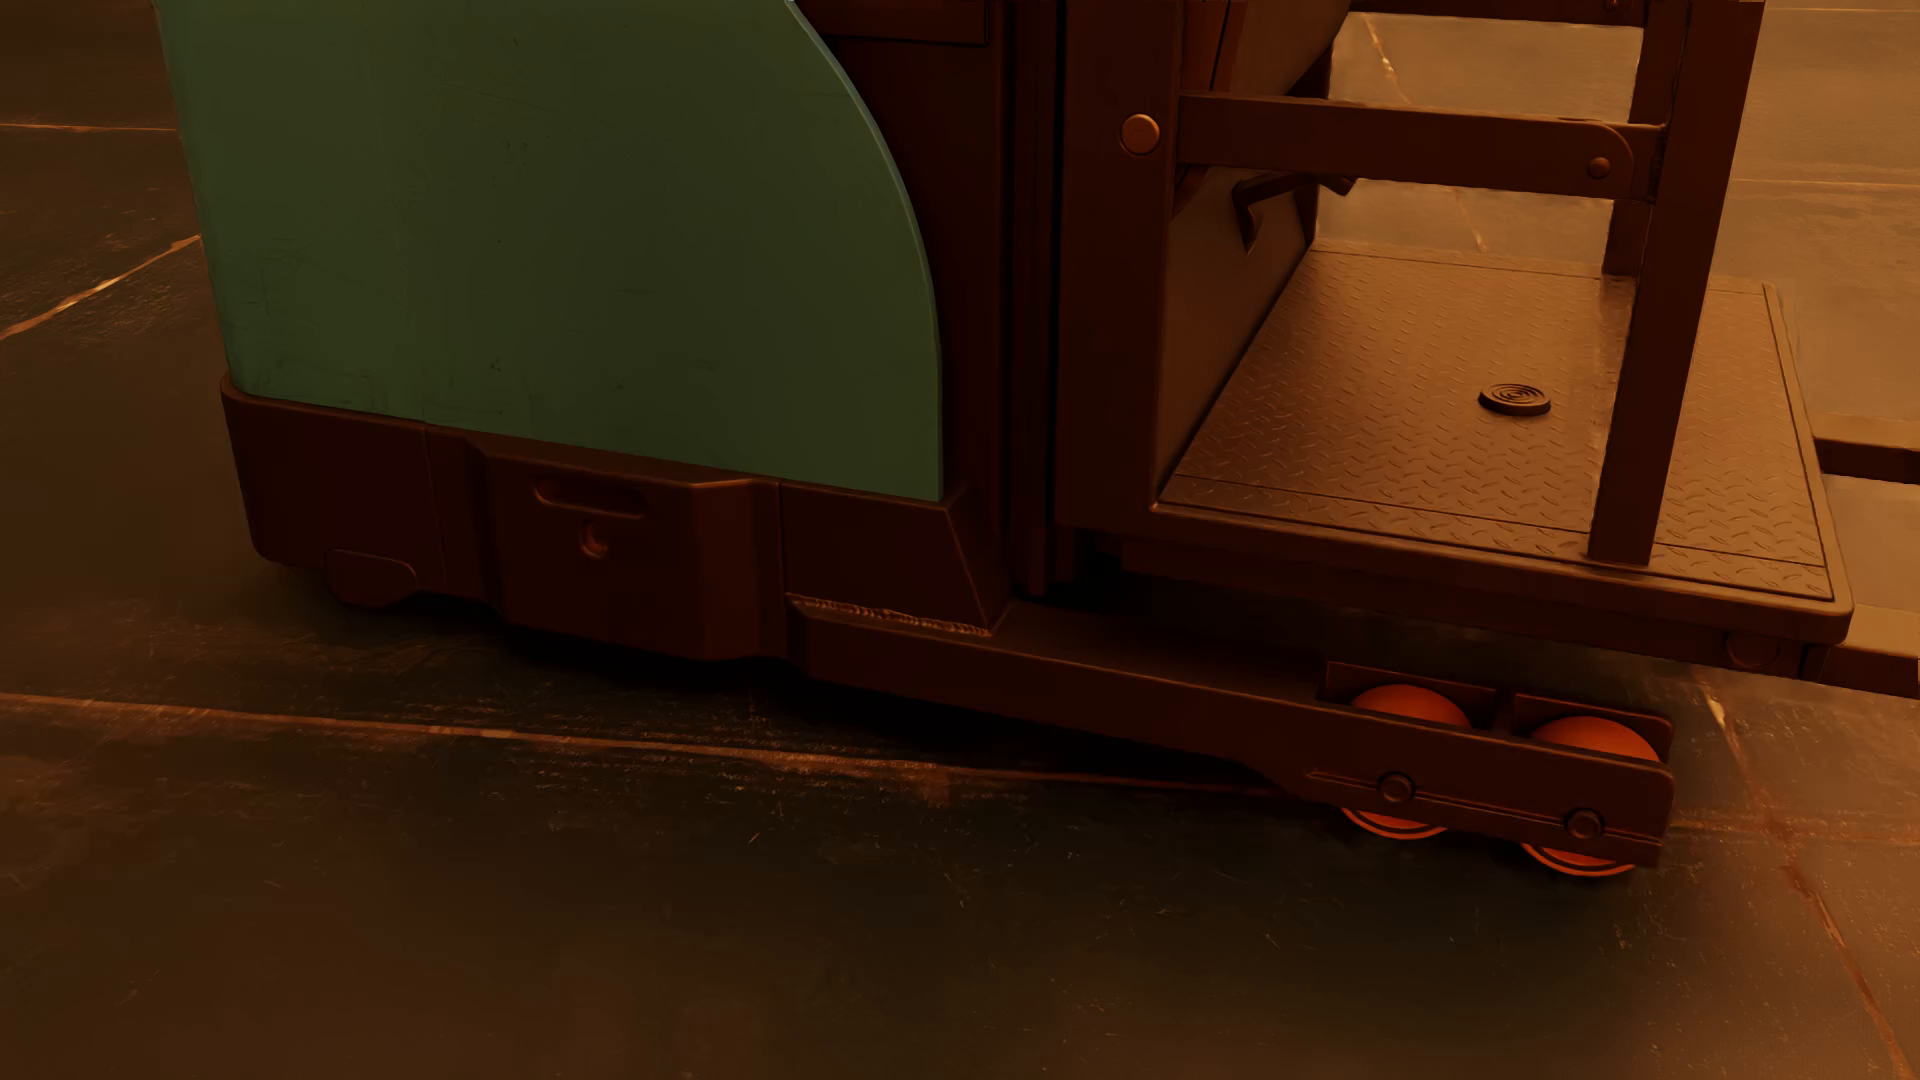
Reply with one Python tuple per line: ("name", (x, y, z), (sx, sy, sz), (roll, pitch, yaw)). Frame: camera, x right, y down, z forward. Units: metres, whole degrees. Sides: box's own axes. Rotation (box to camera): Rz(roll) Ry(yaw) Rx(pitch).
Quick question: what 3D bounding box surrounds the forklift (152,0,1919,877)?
("forklift", (0.575, -1.220, 1.663), (3.031, 2.935, 1.130), (9, 28, 18))
